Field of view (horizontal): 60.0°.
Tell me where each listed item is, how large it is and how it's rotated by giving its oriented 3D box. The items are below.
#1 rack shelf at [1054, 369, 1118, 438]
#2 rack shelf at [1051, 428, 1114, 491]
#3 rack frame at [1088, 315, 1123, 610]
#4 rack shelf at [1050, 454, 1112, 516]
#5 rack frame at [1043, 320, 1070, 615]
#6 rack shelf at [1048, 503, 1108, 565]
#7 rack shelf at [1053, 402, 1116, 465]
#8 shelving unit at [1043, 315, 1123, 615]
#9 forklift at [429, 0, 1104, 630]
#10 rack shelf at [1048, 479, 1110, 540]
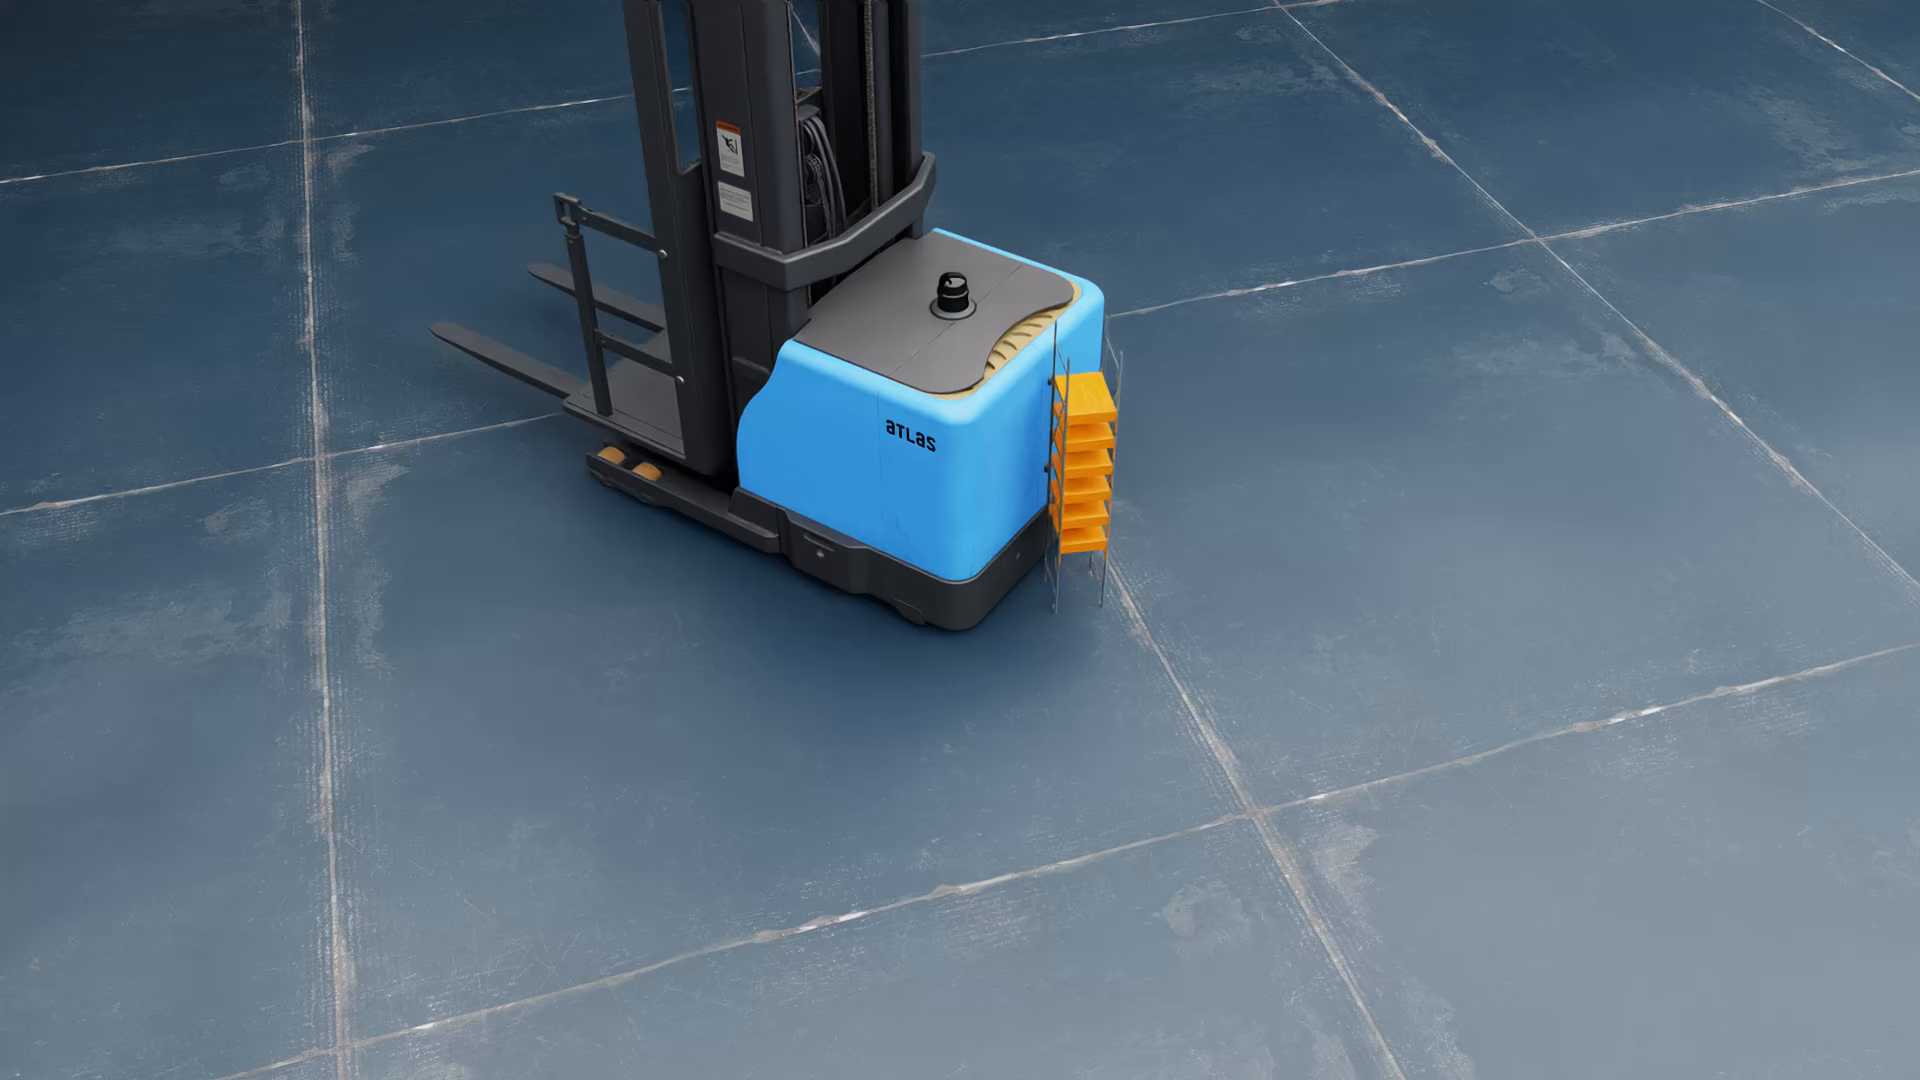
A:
[{"bbox_3d":[0.442,-0.487,5.916,0.180,0.103,0.258,-6,42,-7],"label":"rack shelf"},{"bbox_3d":[0.442,-0.306,6.074,0.180,0.103,0.258,-6,42,-7],"label":"rack shelf"},{"bbox_3d":[0.533,-0.259,6.134,0.006,1.200,0.240,-6,42,-7],"label":"rack frame"},{"bbox_3d":[0.442,-0.216,6.153,0.180,0.103,0.258,-6,42,-7],"label":"rack shelf"},{"bbox_3d":[0.352,-0.240,6.112,0.006,1.200,0.240,-6,42,-7],"label":"rack frame"},{"bbox_3d":[0.442,-0.035,6.310,0.180,0.103,0.258,-6,42,-7],"label":"rack shelf"},{"bbox_3d":[0.442,-0.396,5.995,0.180,0.103,0.258,-6,42,-7],"label":"rack shelf"},{"bbox_3d":[0.442,-0.249,6.123,0.189,1.200,0.258,-6,42,-7],"label":"shelving unit"},{"bbox_3d":[-0.954,-1.523,6.265,3.031,2.935,1.130,24,46,25],"label":"forklift"},{"bbox_3d":[0.442,-0.125,6.232,0.180,0.103,0.258,-6,42,-7],"label":"rack shelf"}]
